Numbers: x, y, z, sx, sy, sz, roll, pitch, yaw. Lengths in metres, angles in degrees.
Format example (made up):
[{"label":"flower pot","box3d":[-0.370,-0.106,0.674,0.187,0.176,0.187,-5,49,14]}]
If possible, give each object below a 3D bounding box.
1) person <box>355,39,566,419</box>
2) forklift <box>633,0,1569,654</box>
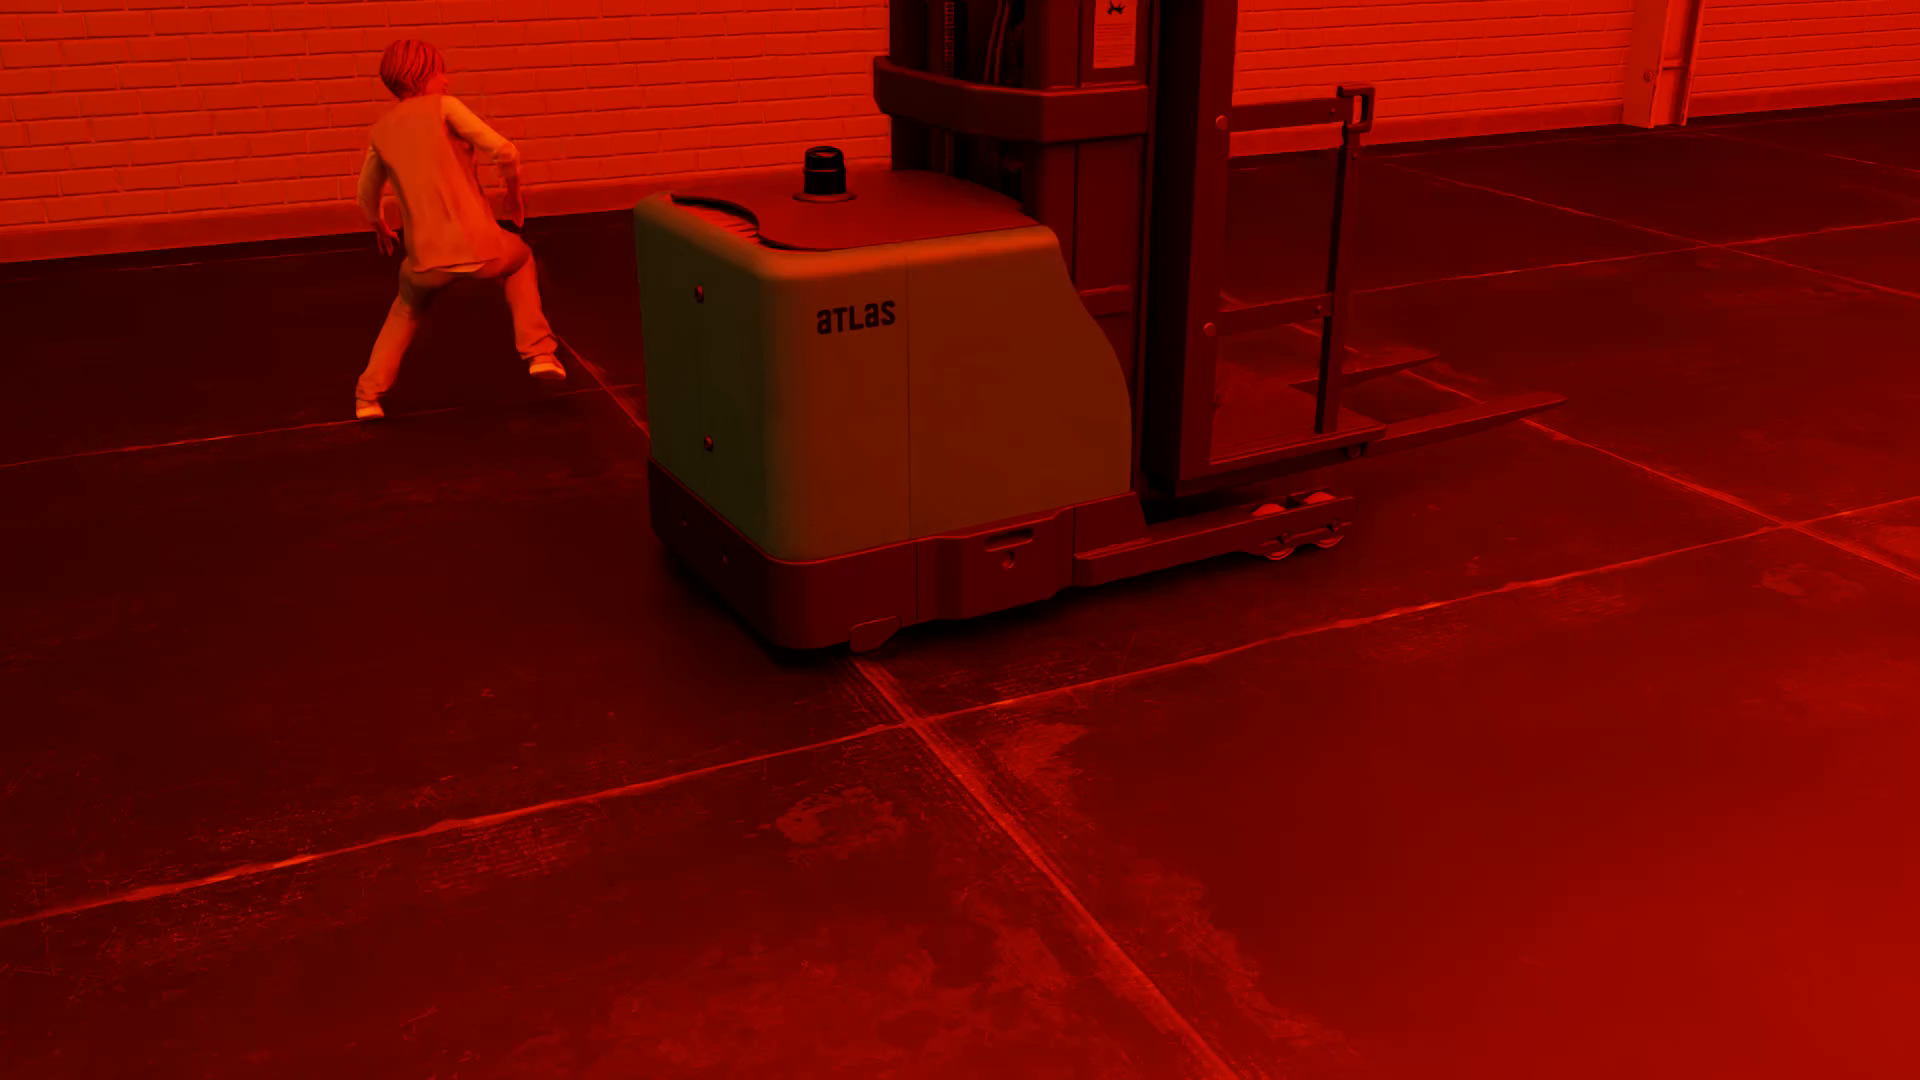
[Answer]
[{"label":"person","box3d":[-1.886,-1.097,6.056,0.771,1.386,0.635,0,23,-1]},{"label":"forklift","box3d":[0.611,-1.456,4.790,3.031,2.935,1.130,-12,26,-27]}]
